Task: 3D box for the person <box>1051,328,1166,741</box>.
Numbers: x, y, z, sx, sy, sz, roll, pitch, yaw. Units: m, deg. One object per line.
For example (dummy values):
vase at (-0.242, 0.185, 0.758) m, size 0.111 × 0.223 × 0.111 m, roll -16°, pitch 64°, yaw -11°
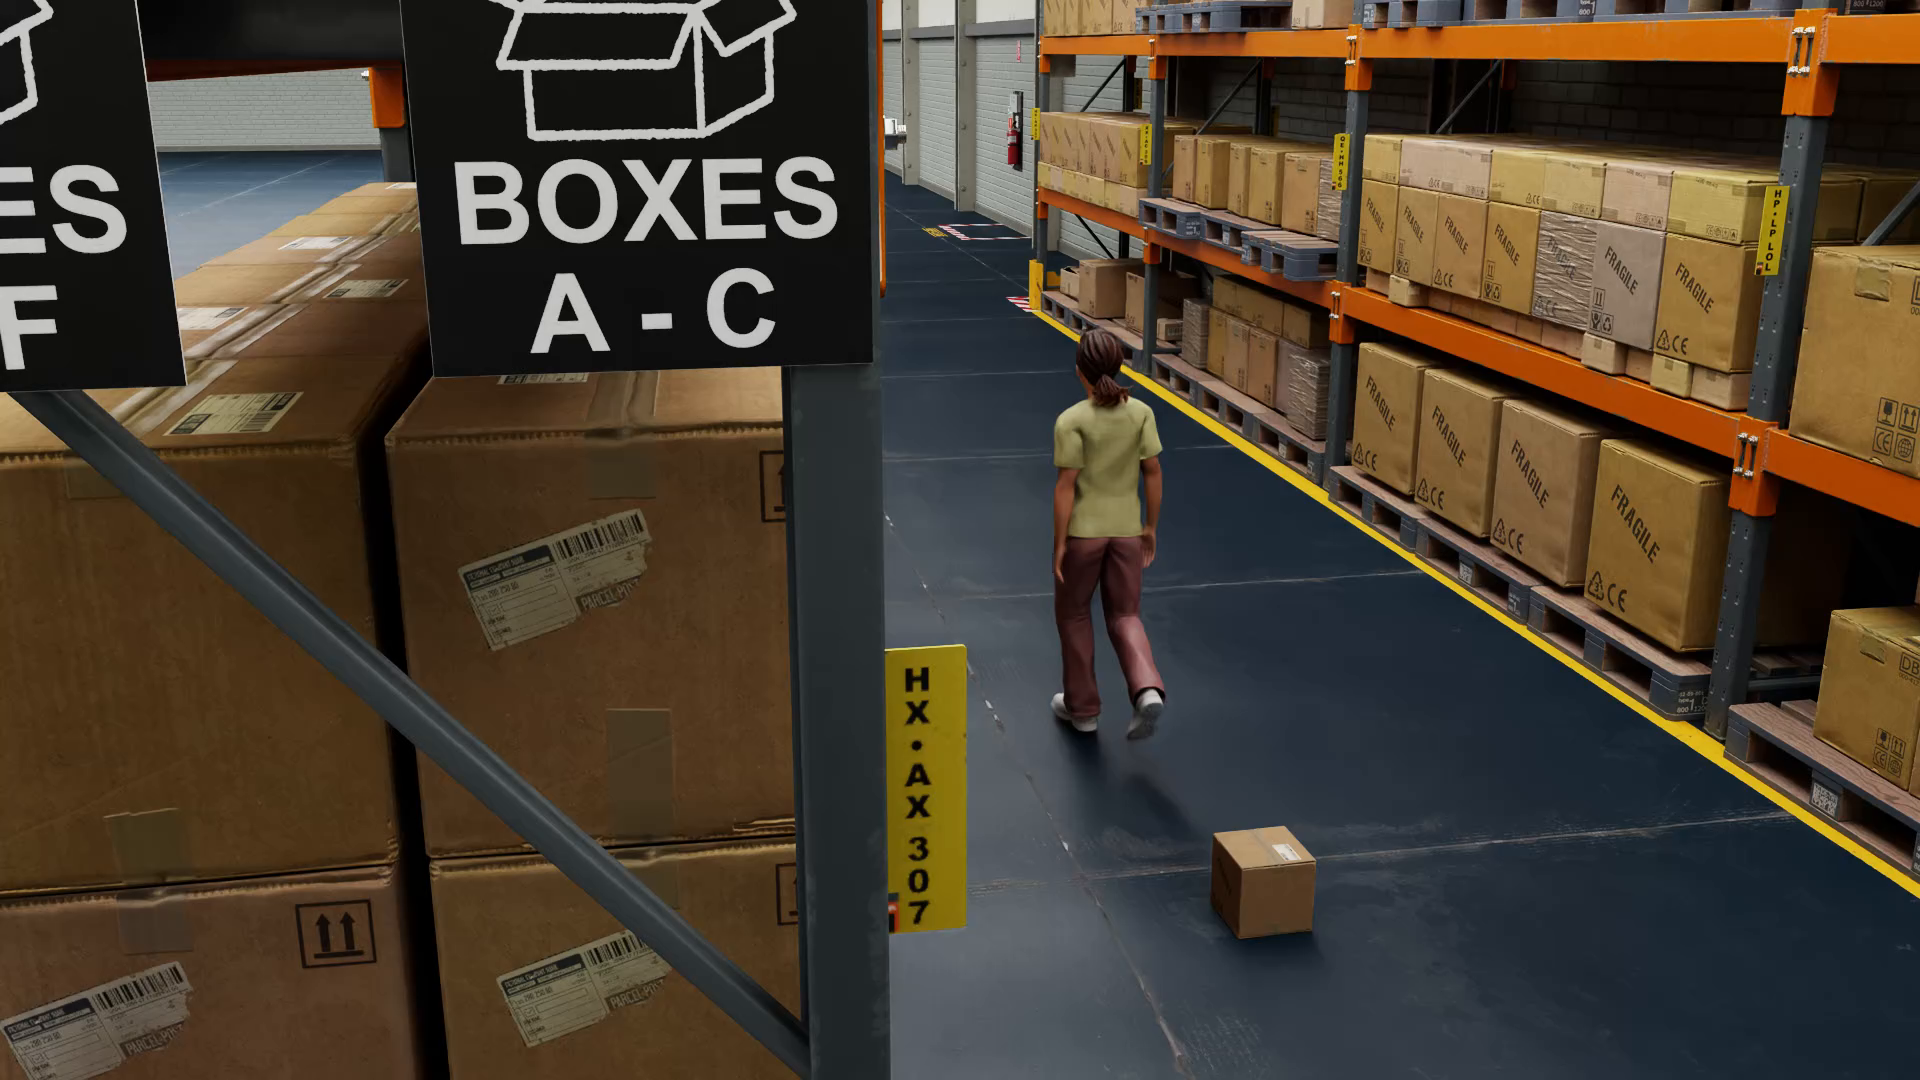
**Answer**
person at (0.580, 0.012, 6.456) m, size 0.457 × 1.649 × 0.769 m, roll -5°, pitch 17°, yaw -17°
